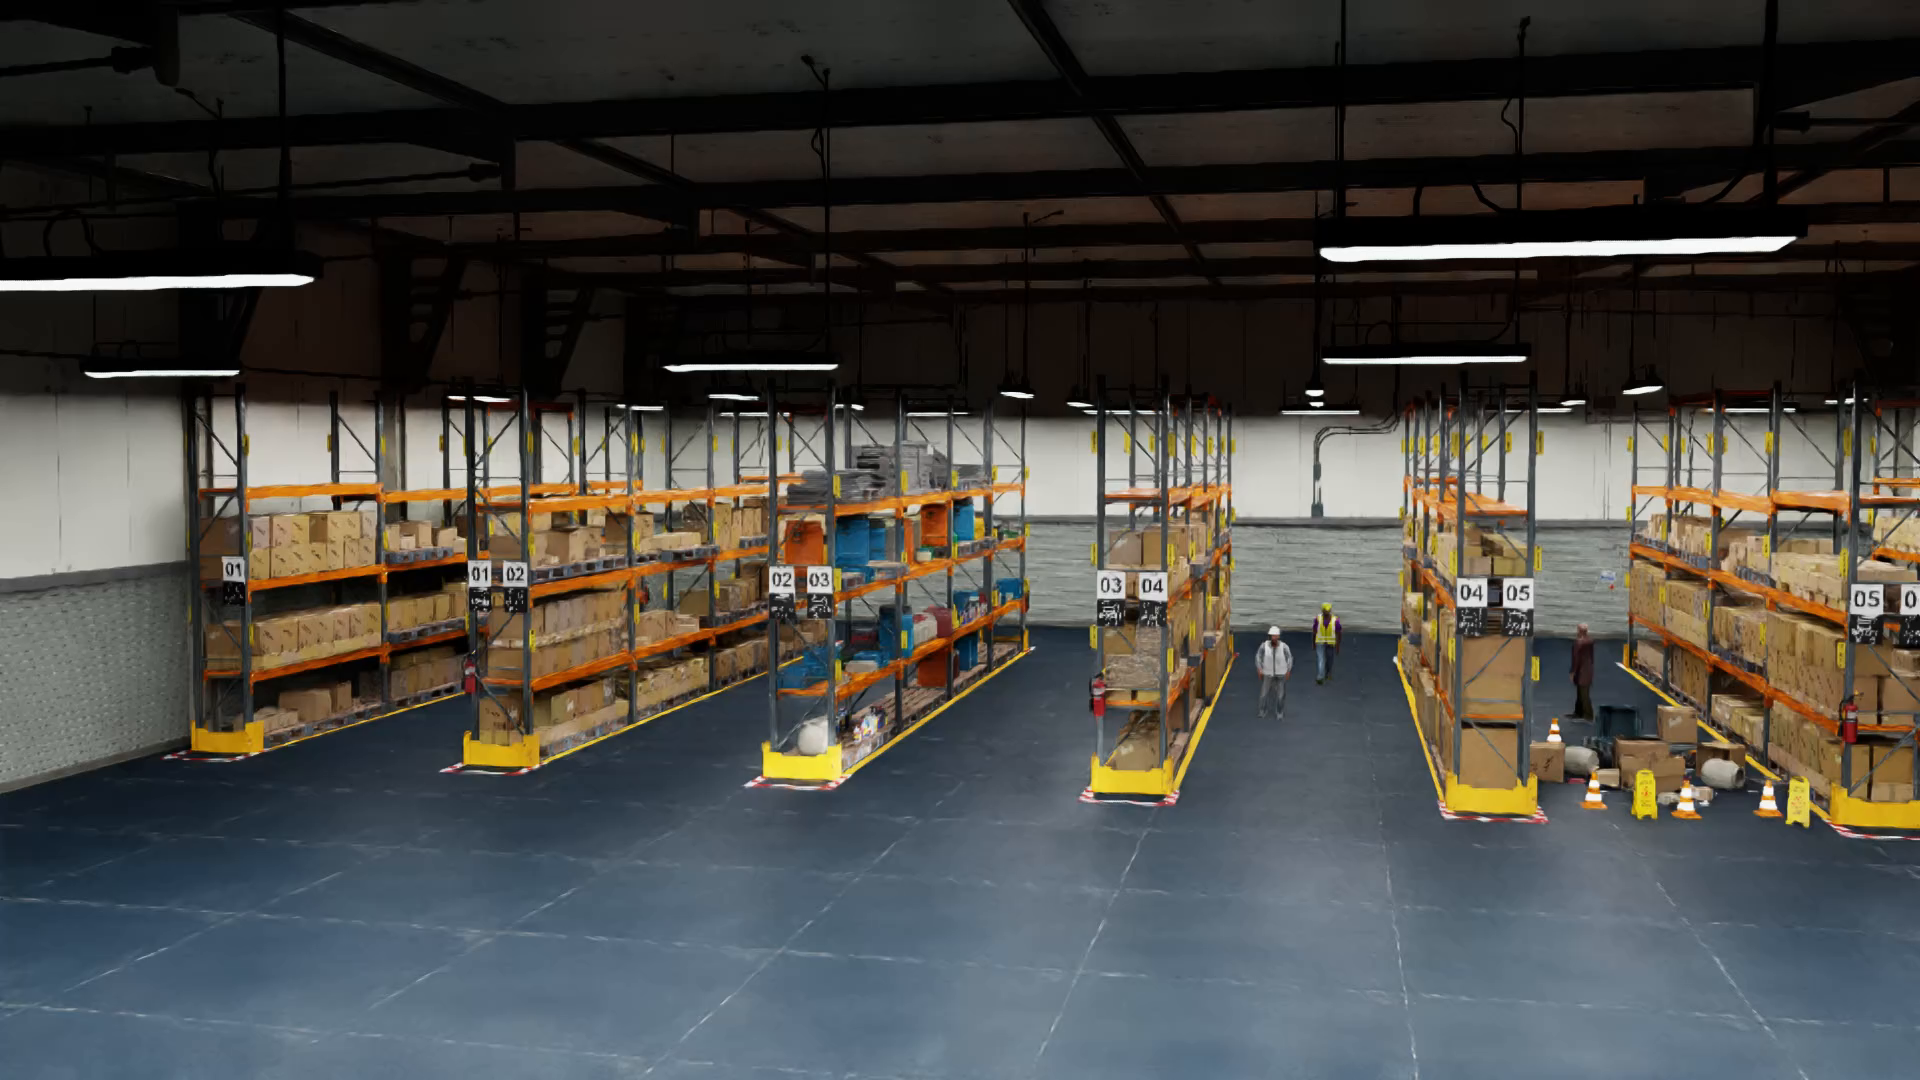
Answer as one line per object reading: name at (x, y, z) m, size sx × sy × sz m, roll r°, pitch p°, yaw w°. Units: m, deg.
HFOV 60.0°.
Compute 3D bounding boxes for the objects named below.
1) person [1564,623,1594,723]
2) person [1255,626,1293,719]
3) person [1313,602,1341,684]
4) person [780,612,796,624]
person at (11.194, 2.378, 30.035) m, size 0.630 × 1.773 × 0.678 m, roll 3°, pitch 4°, yaw 42°
person at (5.709, 2.417, 30.262) m, size 0.677 × 1.726 × 0.574 m, roll 1°, pitch 3°, yaw 11°
person at (7.705, 2.150, 34.924) m, size 0.575 × 1.689 × 1.128 m, roll 1°, pitch 3°, yaw 10°
person at (-4.733, 1.531, 45.657) m, size 0.677 × 1.742 × 0.552 m, roll 1°, pitch 3°, yaw 11°
